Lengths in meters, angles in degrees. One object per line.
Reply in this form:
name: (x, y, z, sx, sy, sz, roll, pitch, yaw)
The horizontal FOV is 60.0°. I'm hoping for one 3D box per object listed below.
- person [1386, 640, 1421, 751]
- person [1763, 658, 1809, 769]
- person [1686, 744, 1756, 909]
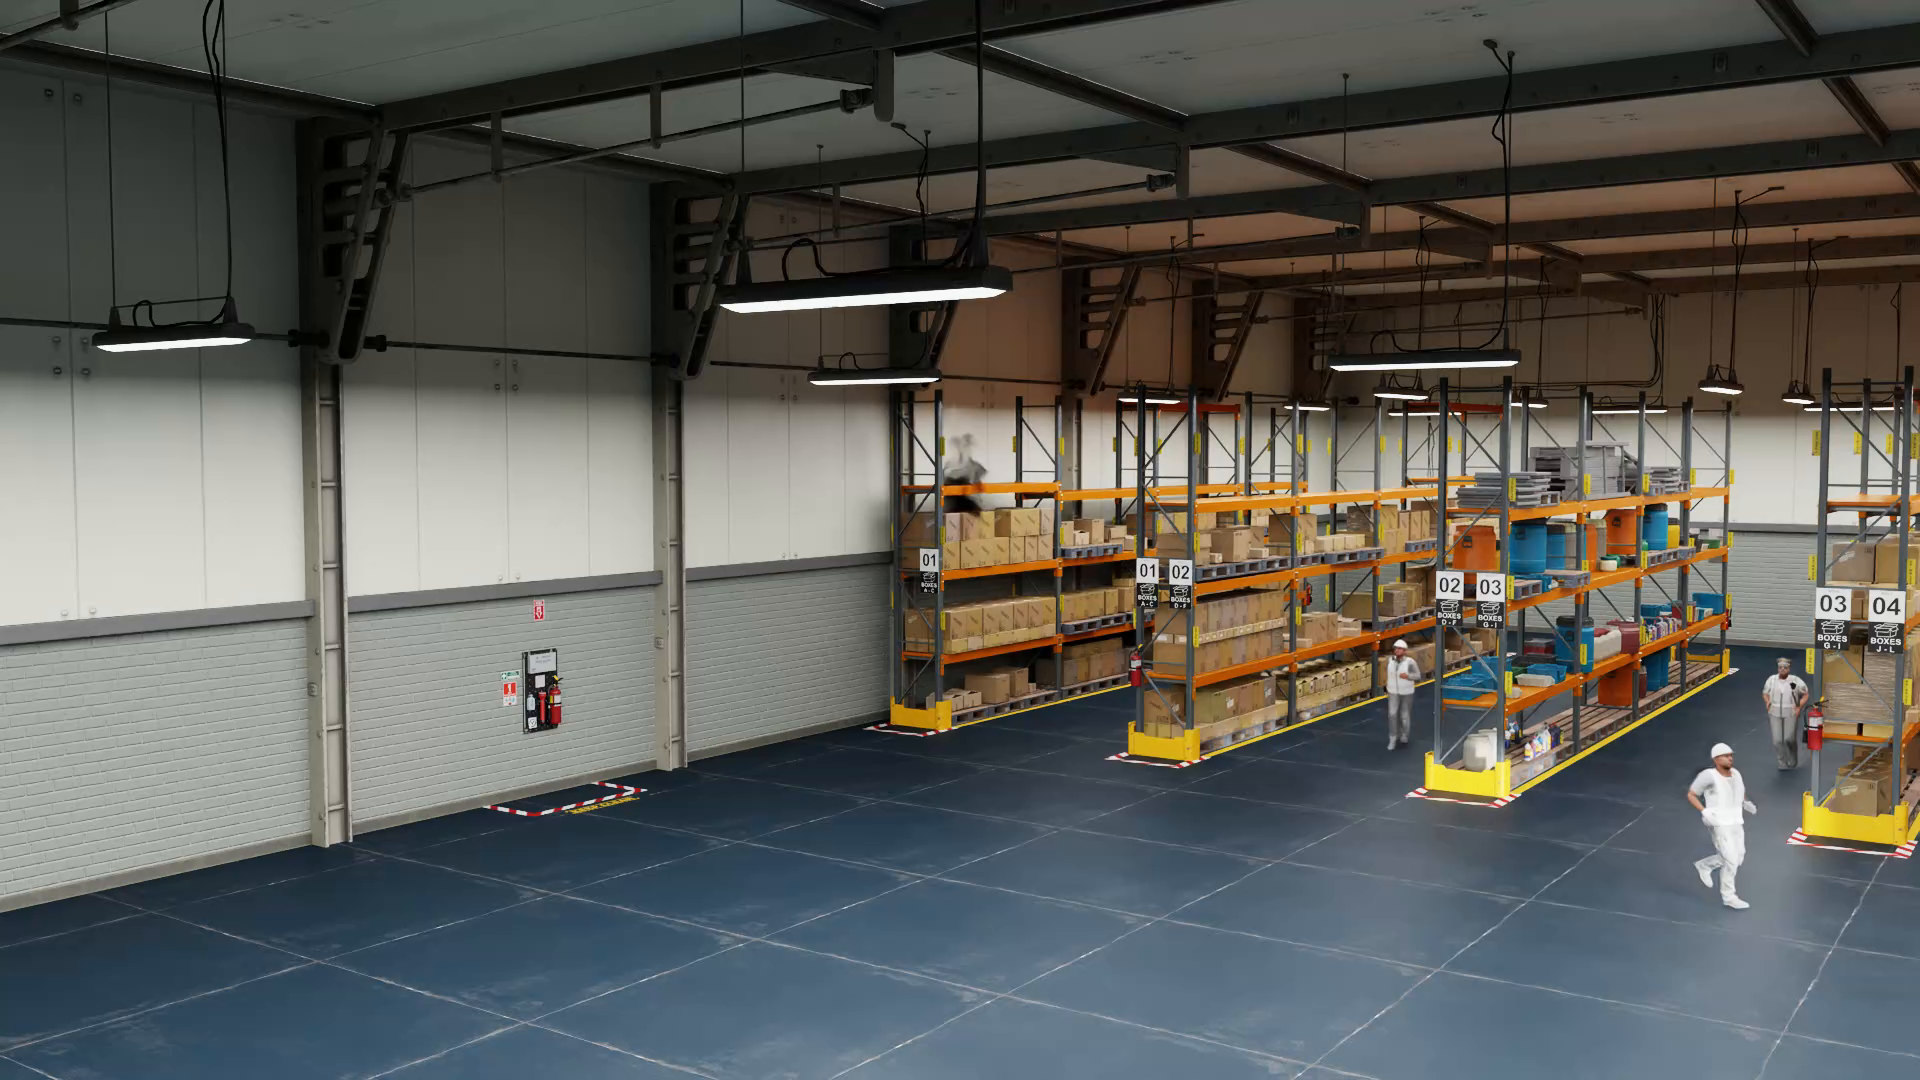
person: (7.355, 2.569, 27.642, 0.630, 1.837, 0.789, 2, 4, 28)
person: (12.692, 2.682, 25.635, 0.638, 1.737, 0.559, 2, 4, 37)
person: (8.338, 3.103, 18.227, 0.696, 1.750, 0.818, -1, 3, -22)
